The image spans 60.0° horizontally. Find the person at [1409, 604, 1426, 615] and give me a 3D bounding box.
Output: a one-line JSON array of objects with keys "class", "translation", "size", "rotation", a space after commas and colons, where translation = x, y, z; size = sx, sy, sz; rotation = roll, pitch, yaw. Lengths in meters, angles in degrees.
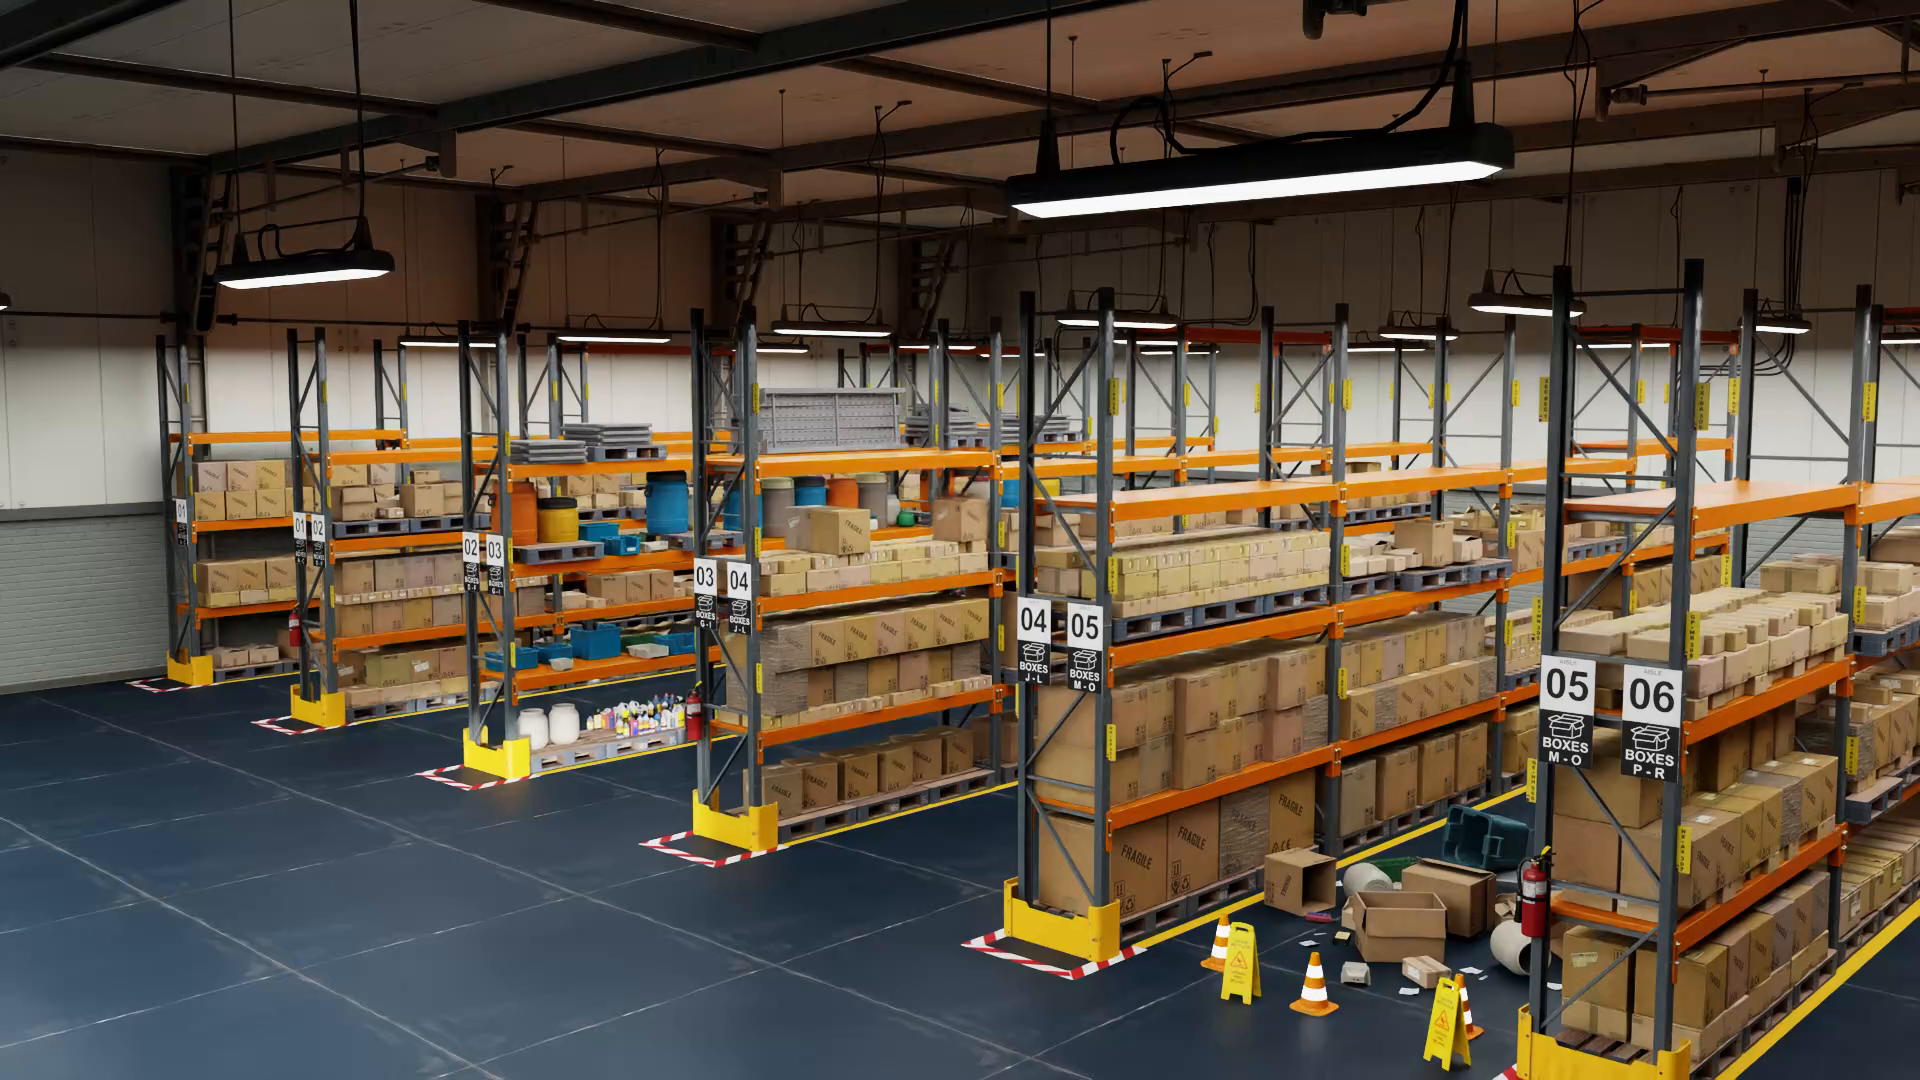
[{"class": "person", "translation": [7.357, 1.769, 26.624], "size": [0.835, 1.764, 0.552], "rotation": [0, 5, -1]}]
